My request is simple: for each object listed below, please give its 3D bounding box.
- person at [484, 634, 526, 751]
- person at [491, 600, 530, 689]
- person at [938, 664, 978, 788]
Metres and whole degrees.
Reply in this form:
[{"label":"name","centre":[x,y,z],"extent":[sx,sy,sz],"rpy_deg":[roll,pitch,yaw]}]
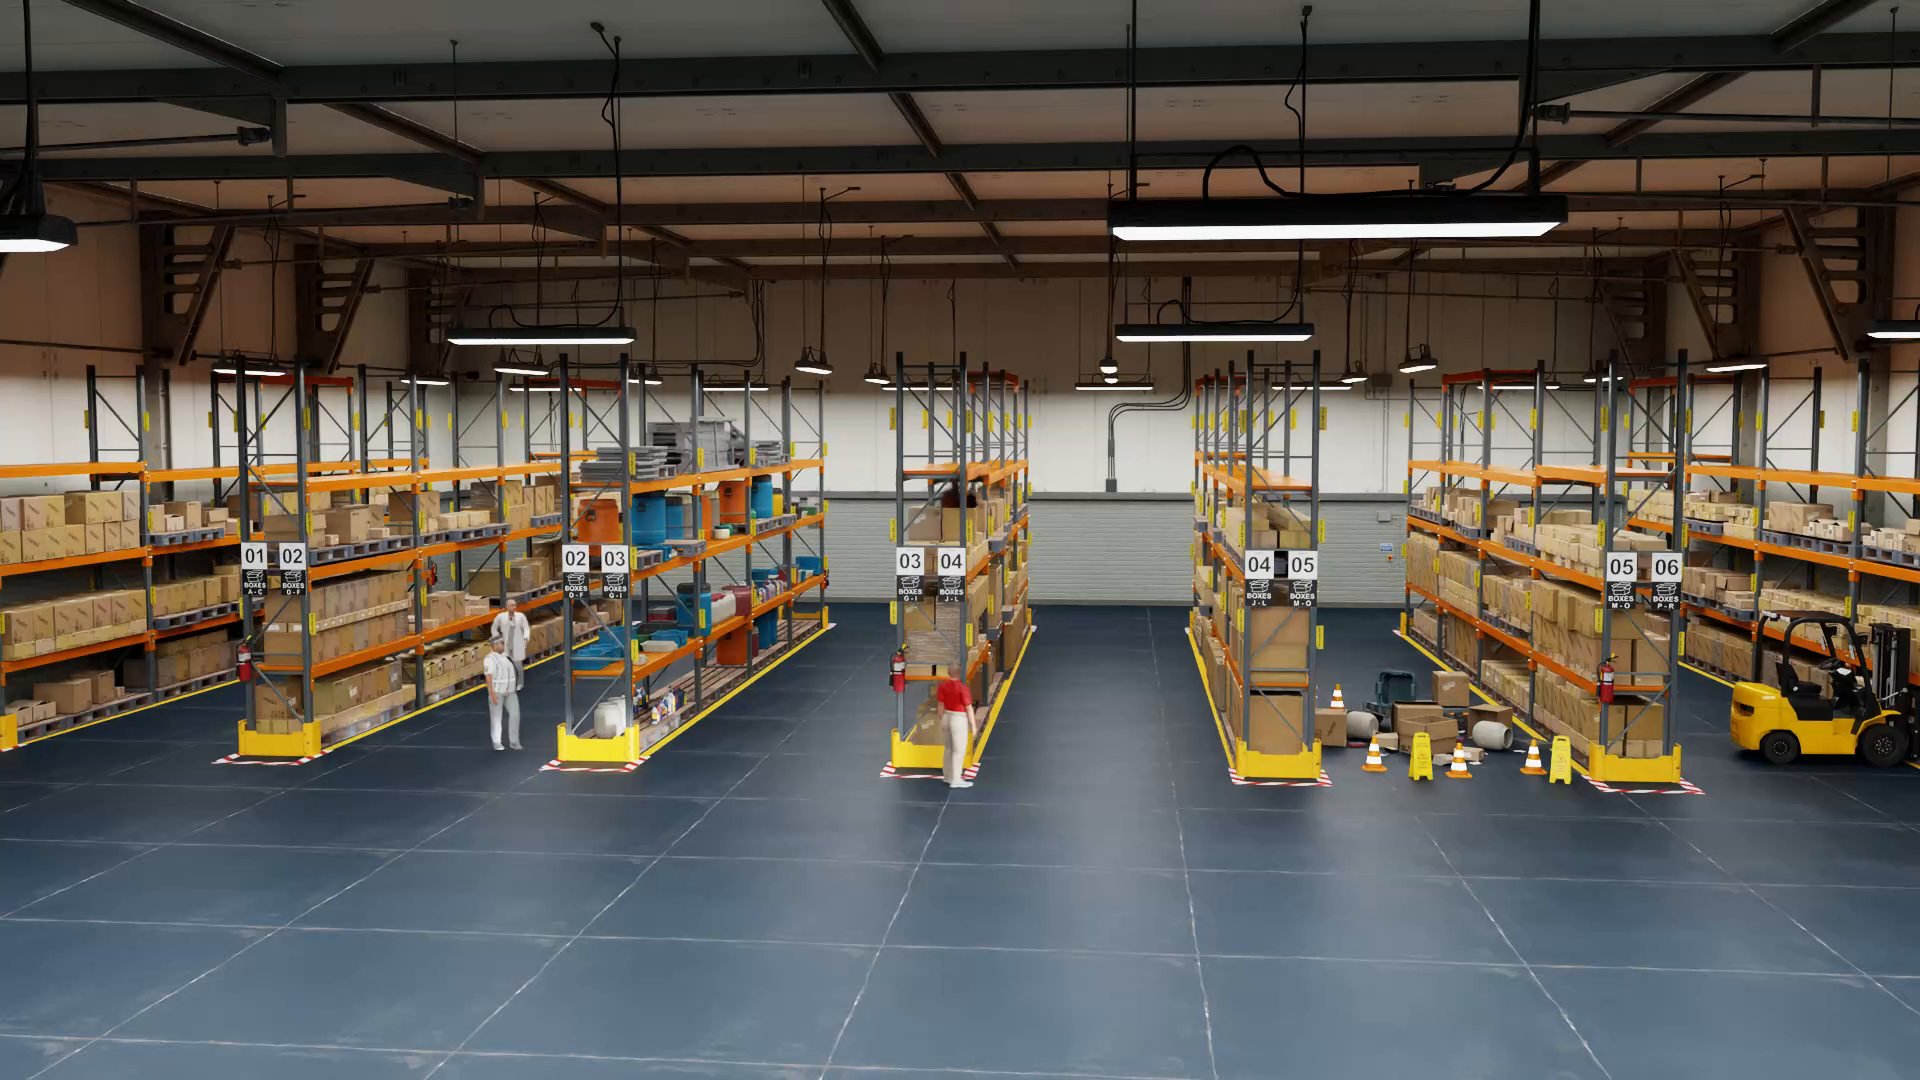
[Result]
[{"label":"person","centre":[-6.976,2.347,25.331],"extent":[0.544,1.813,0.584],"rpy_deg":[-3,5,-40]},{"label":"person","centre":[-8.262,1.987,30.635],"extent":[0.801,1.777,1.006],"rpy_deg":[0,4,6]},{"label":"person","centre":[-0.023,2.536,22.788],"extent":[0.474,1.727,0.574],"rpy_deg":[-3,5,-35]}]
